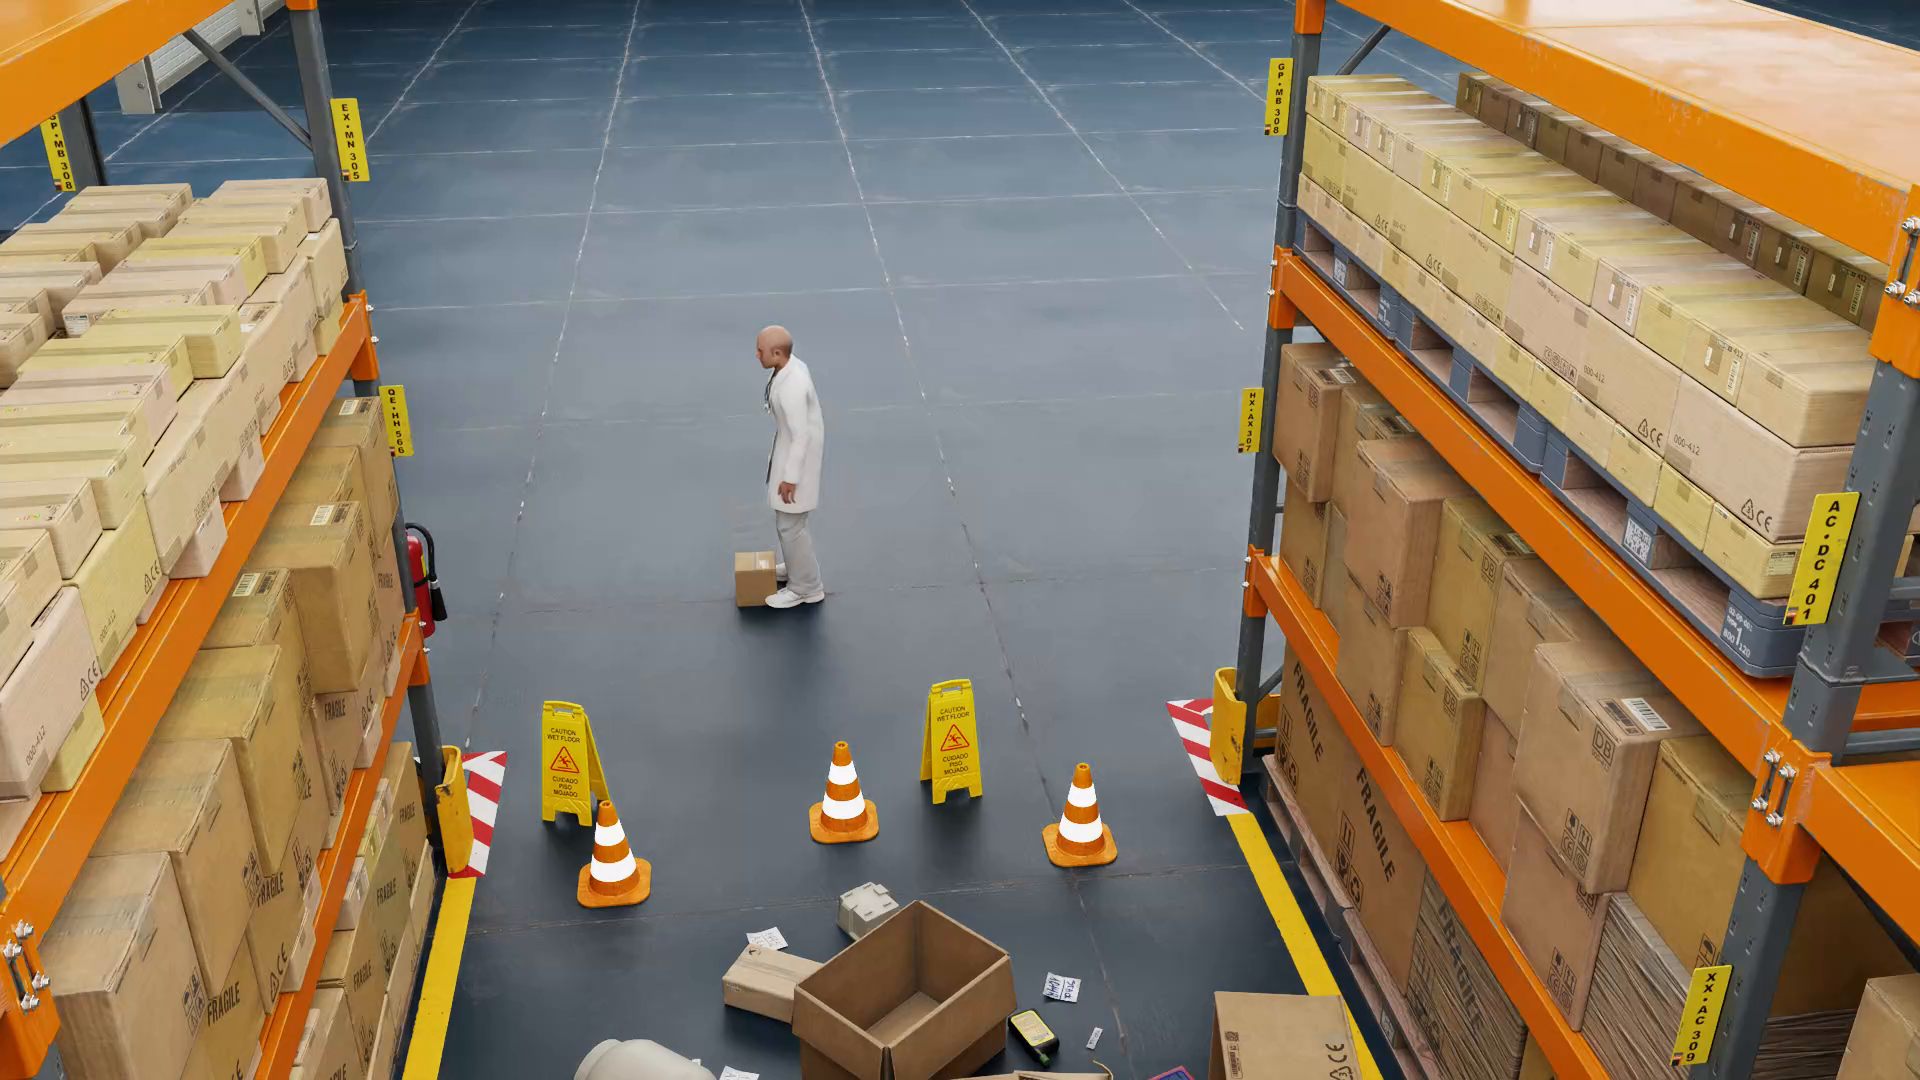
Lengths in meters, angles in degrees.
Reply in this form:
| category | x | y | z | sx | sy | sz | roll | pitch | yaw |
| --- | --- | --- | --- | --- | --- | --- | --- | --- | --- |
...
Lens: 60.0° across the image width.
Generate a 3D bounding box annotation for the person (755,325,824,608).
| category | x | y | z | sx | sy | sz | roll | pitch | yaw |
| --- | --- | --- | --- | --- | --- | --- | --- | --- | --- |
| person | -1.023 | -0.457 | 10.032 | 0.417 | 1.774 | 0.650 | -4 | 27 | -8 |
